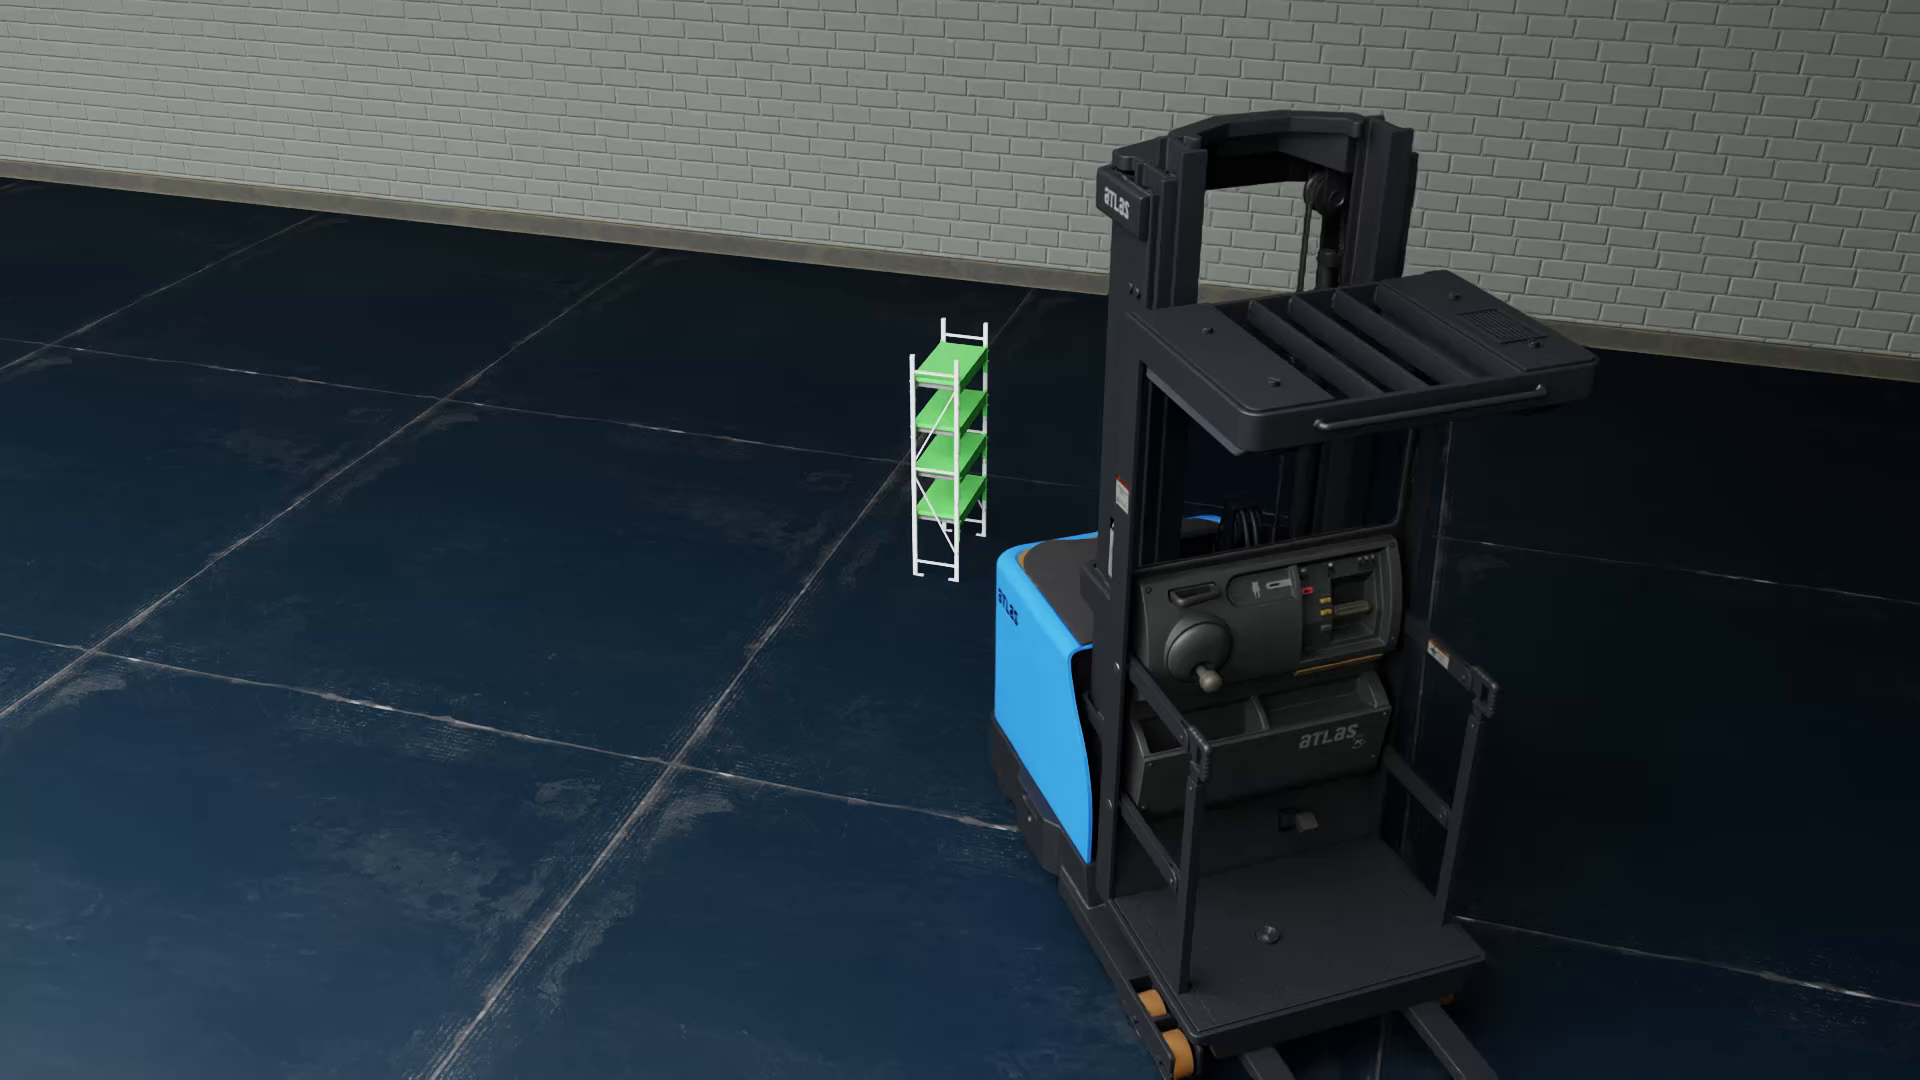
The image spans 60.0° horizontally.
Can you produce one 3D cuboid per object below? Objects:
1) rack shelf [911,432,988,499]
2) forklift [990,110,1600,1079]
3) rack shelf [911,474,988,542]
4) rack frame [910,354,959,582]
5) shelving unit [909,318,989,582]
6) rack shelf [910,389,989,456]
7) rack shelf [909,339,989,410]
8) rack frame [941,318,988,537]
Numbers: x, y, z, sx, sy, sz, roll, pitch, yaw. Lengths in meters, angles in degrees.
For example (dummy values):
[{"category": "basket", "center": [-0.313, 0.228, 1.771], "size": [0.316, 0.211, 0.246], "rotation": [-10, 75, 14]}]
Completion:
[{"category": "rack shelf", "center": [-0.049, -0.392, 8.351], "size": [0.258, 0.148, 0.480], "rotation": [8, 30, 15]}, {"category": "forklift", "center": [1.089, 0.288, 5.218], "size": [1.130, 2.935, 3.031], "rotation": [-10, 30, -17]}, {"category": "rack shelf", "center": [-0.049, -0.182, 8.468], "size": [0.258, 0.148, 0.480], "rotation": [8, 30, 15]}, {"category": "rack frame", "center": [-0.120, -0.334, 8.116], "size": [0.240, 1.200, 0.015], "rotation": [8, 30, 15]}, {"category": "shelving unit", "center": [-0.049, -0.447, 8.320], "size": [0.258, 1.200, 0.503], "rotation": [8, 30, 15]}, {"category": "rack shelf", "center": [-0.049, -0.601, 8.234], "size": [0.258, 0.148, 0.480], "rotation": [8, 30, 15]}, {"category": "rack shelf", "center": [-0.049, -0.811, 8.118], "size": [0.258, 0.148, 0.480], "rotation": [8, 30, 15]}, {"category": "rack frame", "center": [0.023, -0.561, 8.524], "size": [0.240, 1.200, 0.015], "rotation": [8, 30, 15]}]
